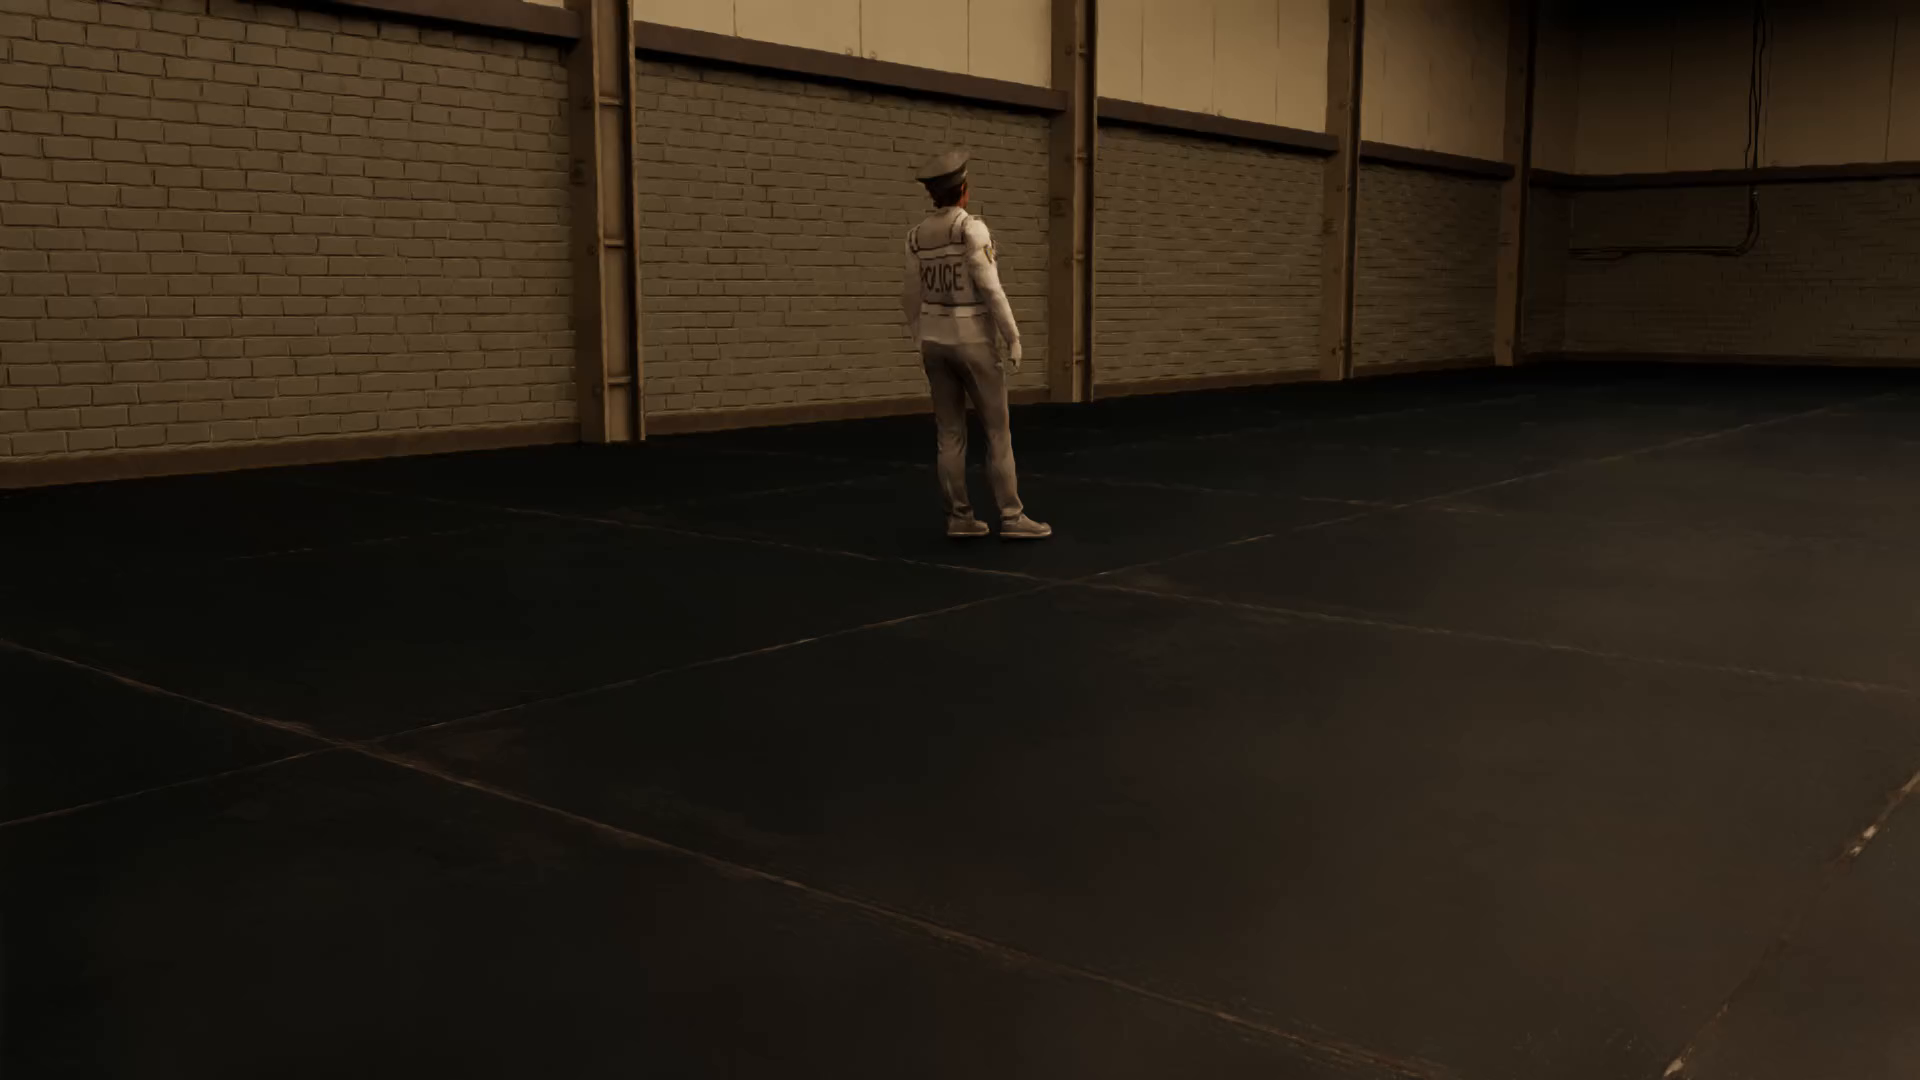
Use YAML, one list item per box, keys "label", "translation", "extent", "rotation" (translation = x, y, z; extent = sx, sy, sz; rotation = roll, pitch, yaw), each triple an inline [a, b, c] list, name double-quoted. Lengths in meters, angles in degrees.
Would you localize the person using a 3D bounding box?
- label: "person"
  translation: [0.048, -0.853, 7.329]
  extent: [0.586, 1.695, 0.532]
  rotation: [7, 11, 38]
